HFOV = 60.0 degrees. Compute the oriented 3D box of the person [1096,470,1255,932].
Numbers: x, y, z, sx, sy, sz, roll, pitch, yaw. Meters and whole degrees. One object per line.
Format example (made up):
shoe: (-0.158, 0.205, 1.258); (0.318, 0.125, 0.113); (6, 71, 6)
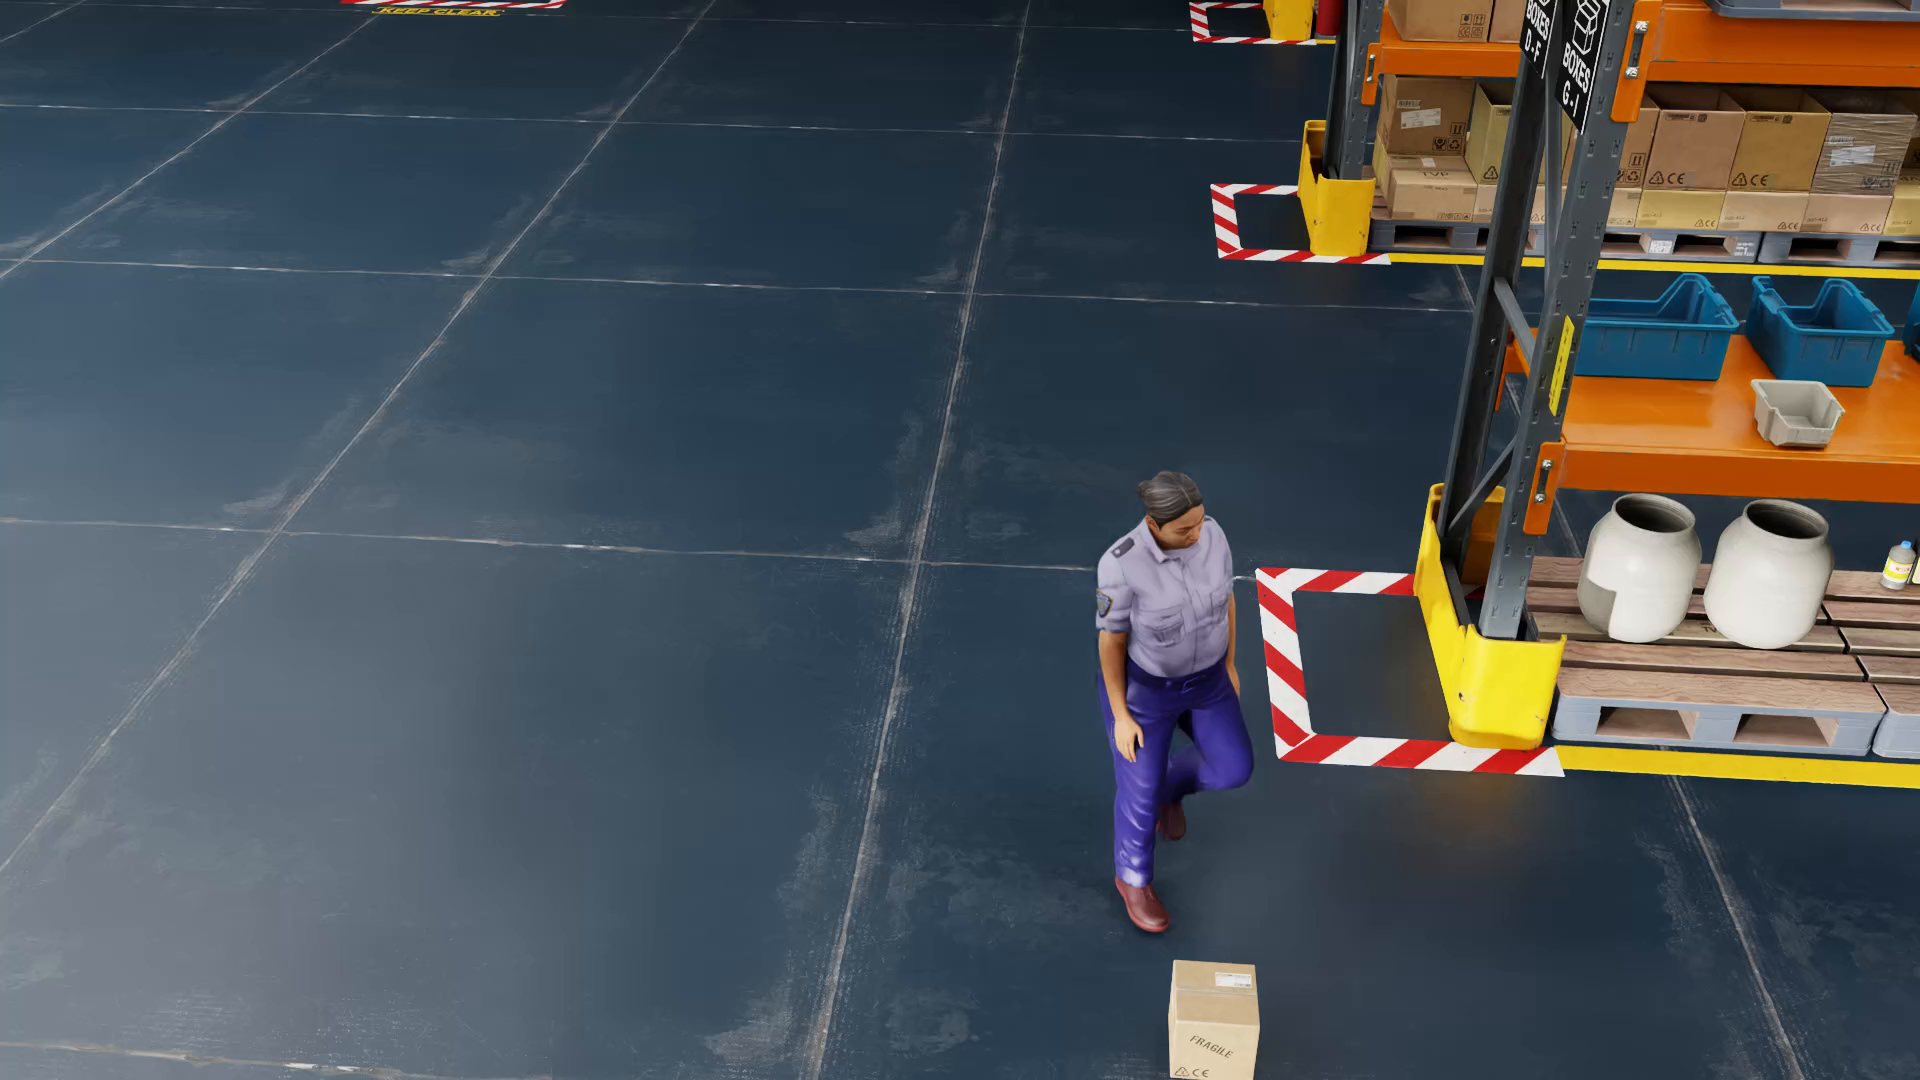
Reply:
person: (0.672, 0.476, 5.384); (0.538, 1.614, 0.536); (-16, 35, -23)
